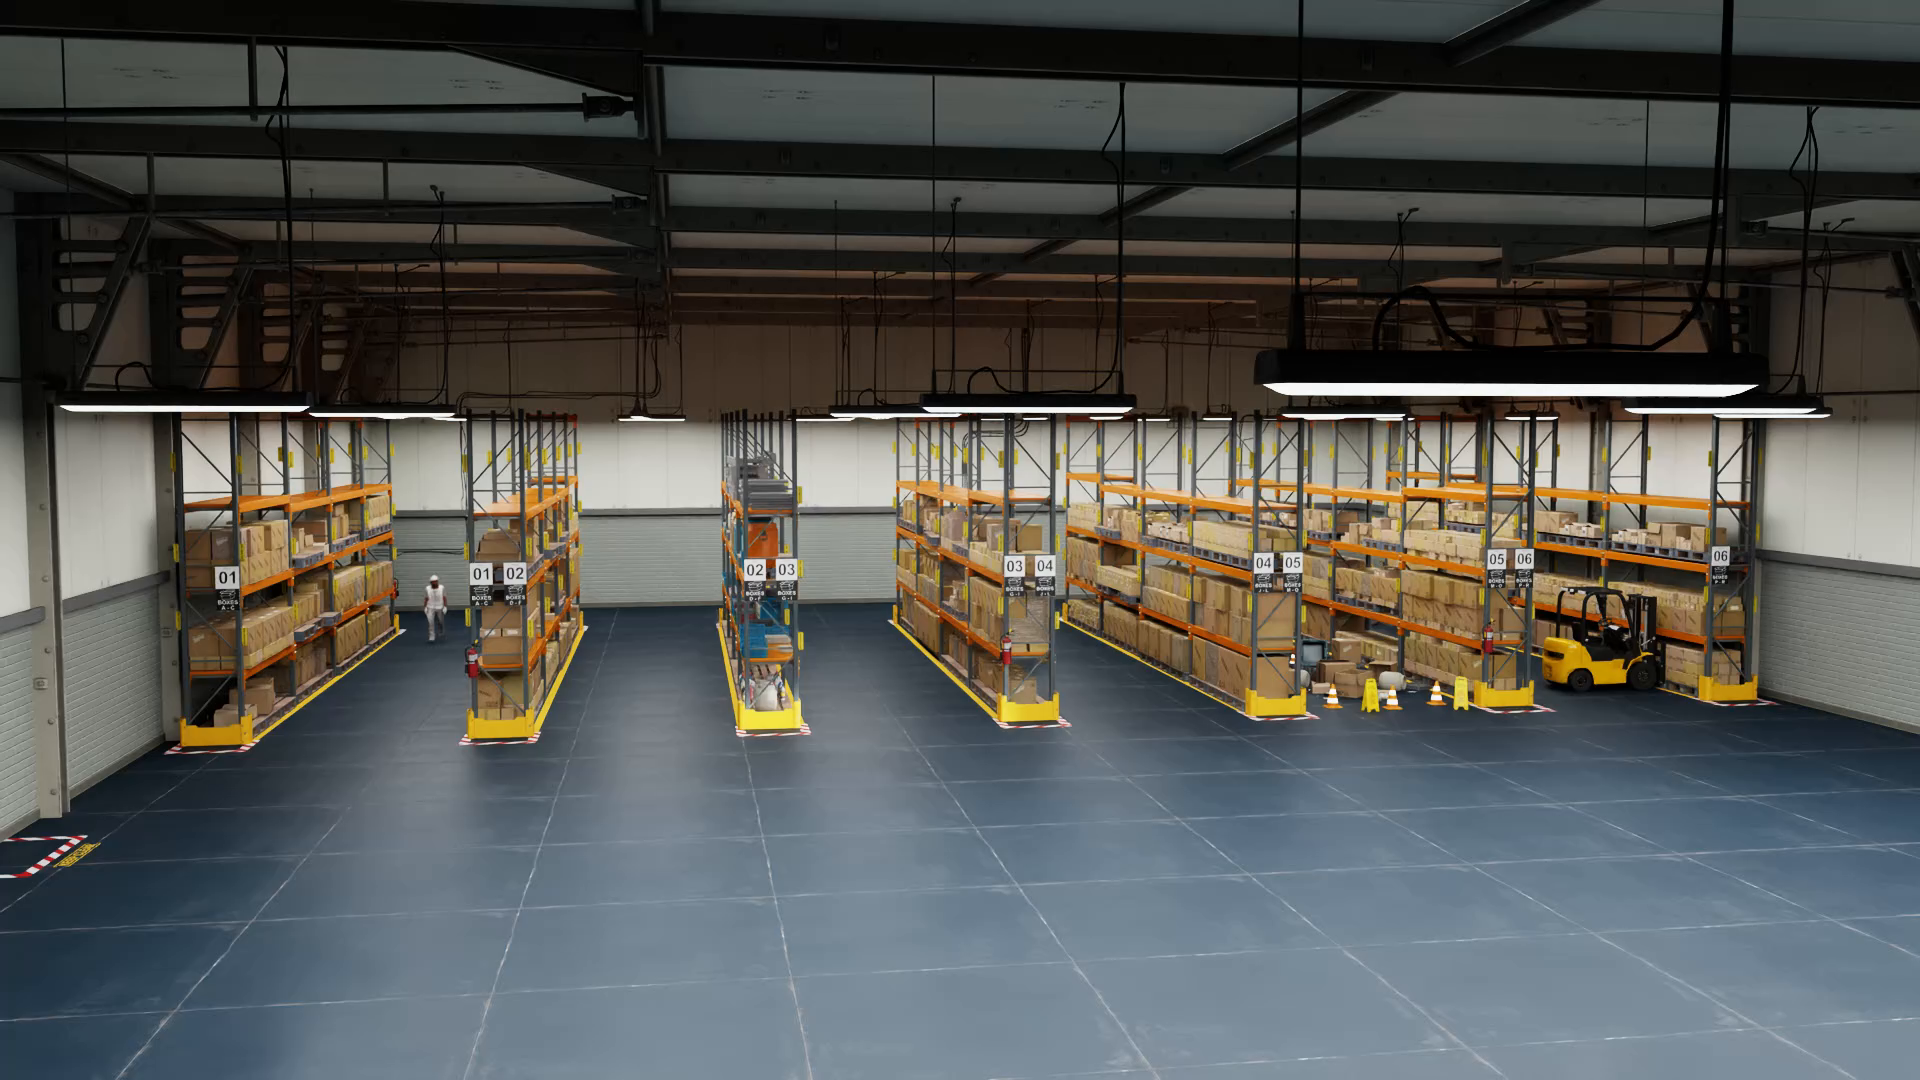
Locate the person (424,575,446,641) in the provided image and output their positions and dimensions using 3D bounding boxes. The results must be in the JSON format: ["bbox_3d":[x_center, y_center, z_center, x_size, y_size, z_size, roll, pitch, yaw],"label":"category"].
[{"bbox_3d":[-13.854,1.784,43.923,0.563,1.745,0.960,-1,4,-12],"label":"person"}]

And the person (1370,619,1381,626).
[{"bbox_3d":[11.766,1.619,47.193,0.392,1.685,0.495,3,5,37],"label":"person"}]

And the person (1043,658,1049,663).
[{"bbox_3d":[1.831,2.060,39.877,0.583,1.739,1.064,-1,4,-19],"label":"person"}]
